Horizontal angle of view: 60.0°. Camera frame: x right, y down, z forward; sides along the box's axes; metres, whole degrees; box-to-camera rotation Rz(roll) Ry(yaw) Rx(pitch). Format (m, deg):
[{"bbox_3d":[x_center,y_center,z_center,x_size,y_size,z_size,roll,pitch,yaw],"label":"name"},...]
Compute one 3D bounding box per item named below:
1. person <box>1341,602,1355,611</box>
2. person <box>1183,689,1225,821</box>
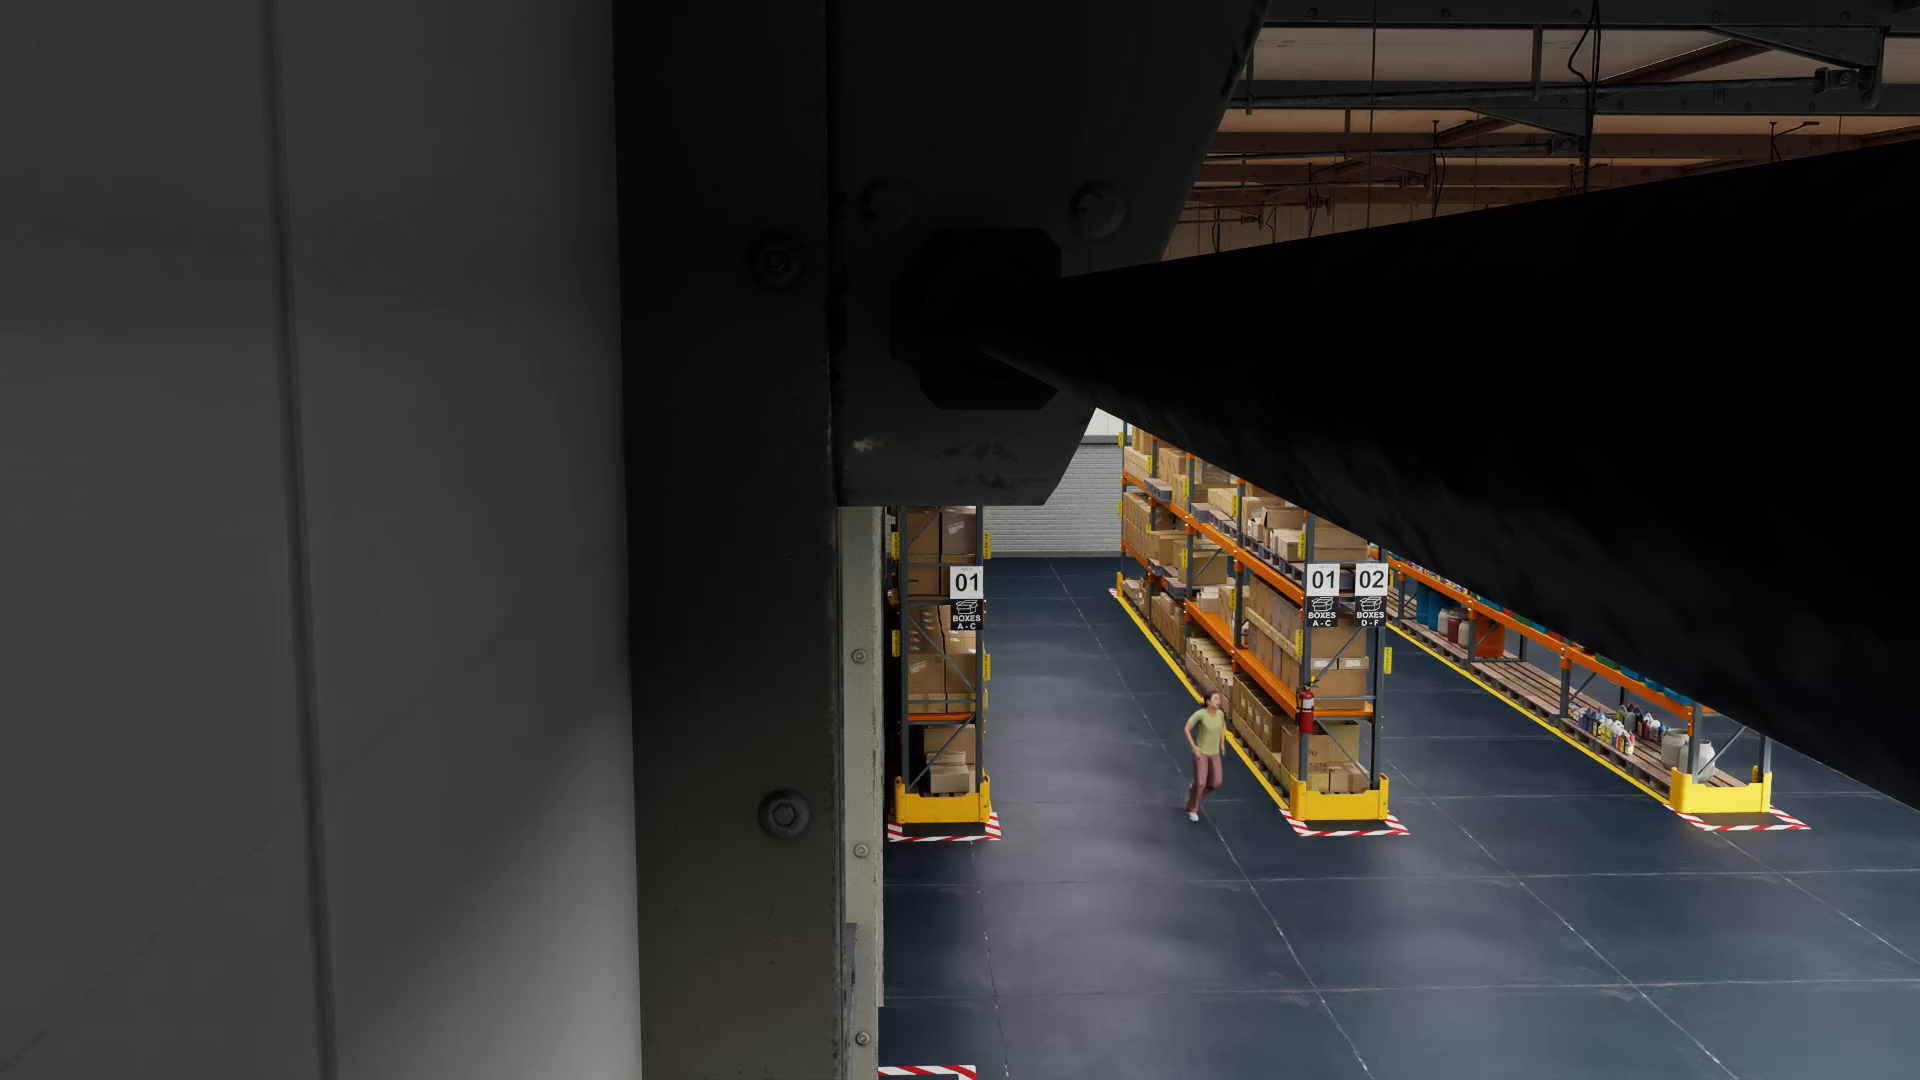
[{"bbox_3d":[7.461,1.027,31.731,0.672,1.834,0.884,2,8,11],"label":"person"},{"bbox_3d":[3.076,2.650,20.695,0.625,1.618,0.544,-3,9,-23],"label":"person"}]
